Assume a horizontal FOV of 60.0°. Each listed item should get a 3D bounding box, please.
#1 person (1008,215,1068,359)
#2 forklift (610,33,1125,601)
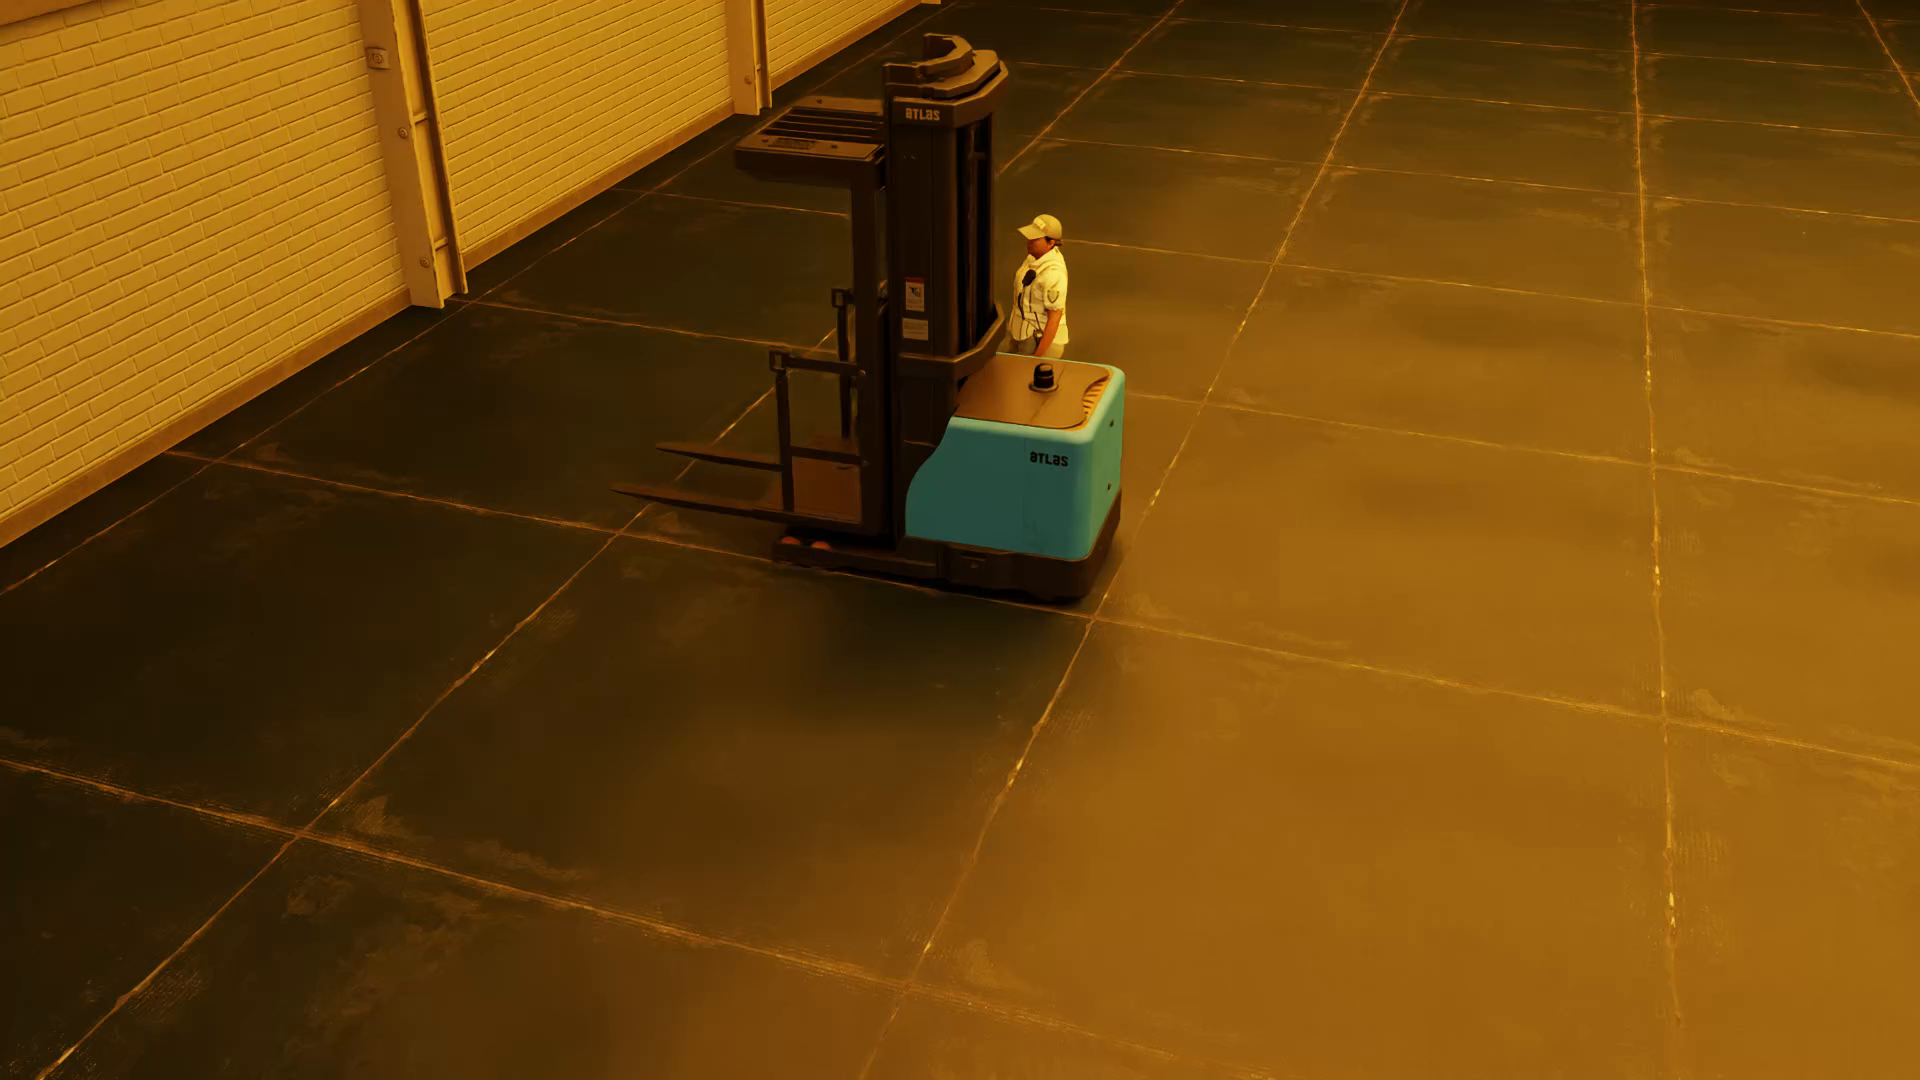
[{"bbox_3d":[0.412,-1.282,10.657,0.520,1.677,0.607,-5,30,-9],"label":"person"},{"bbox_3d":[-0.601,-1.336,9.481,3.031,2.935,1.130,8,31,14],"label":"forklift"}]
